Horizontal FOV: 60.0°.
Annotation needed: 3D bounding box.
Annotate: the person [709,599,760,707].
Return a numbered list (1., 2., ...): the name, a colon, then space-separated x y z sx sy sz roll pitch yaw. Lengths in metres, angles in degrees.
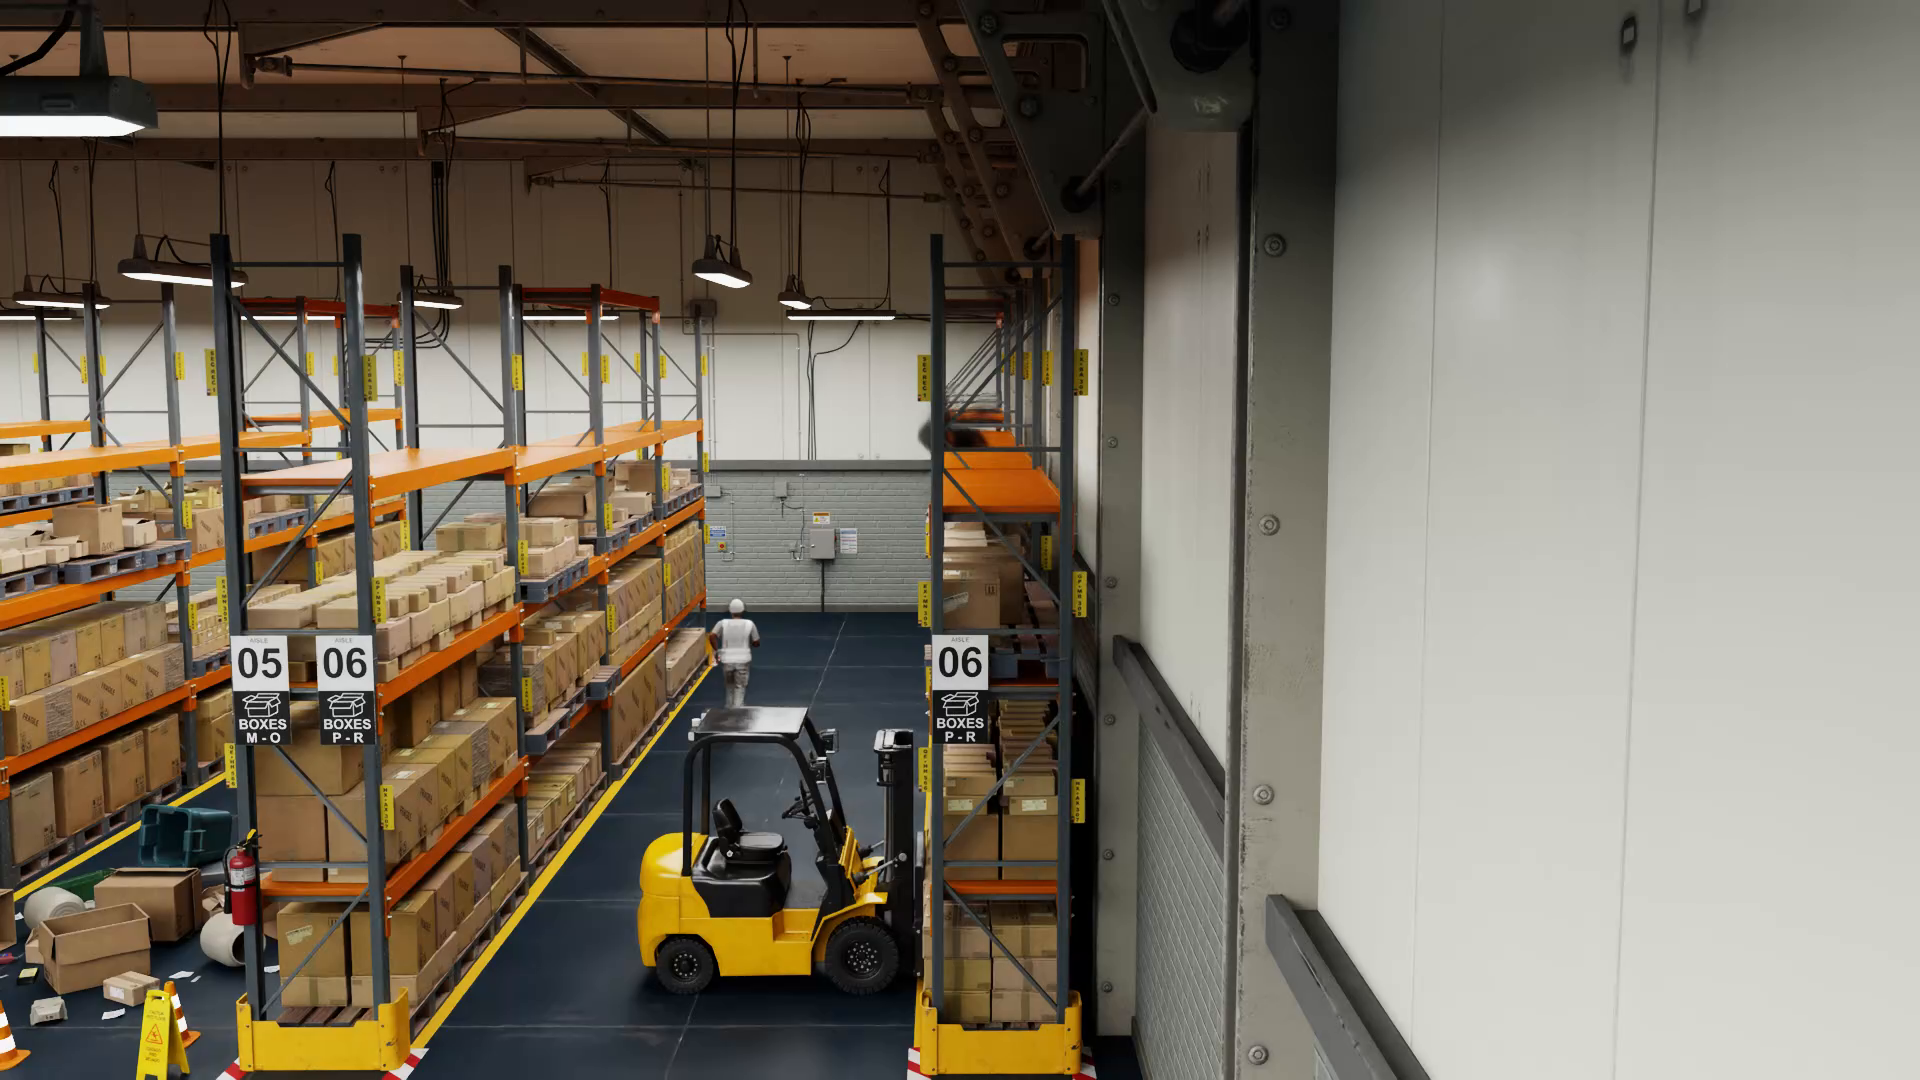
1. person: -3.100 1.738 23.059 0.660 1.847 0.808 0 6 3
